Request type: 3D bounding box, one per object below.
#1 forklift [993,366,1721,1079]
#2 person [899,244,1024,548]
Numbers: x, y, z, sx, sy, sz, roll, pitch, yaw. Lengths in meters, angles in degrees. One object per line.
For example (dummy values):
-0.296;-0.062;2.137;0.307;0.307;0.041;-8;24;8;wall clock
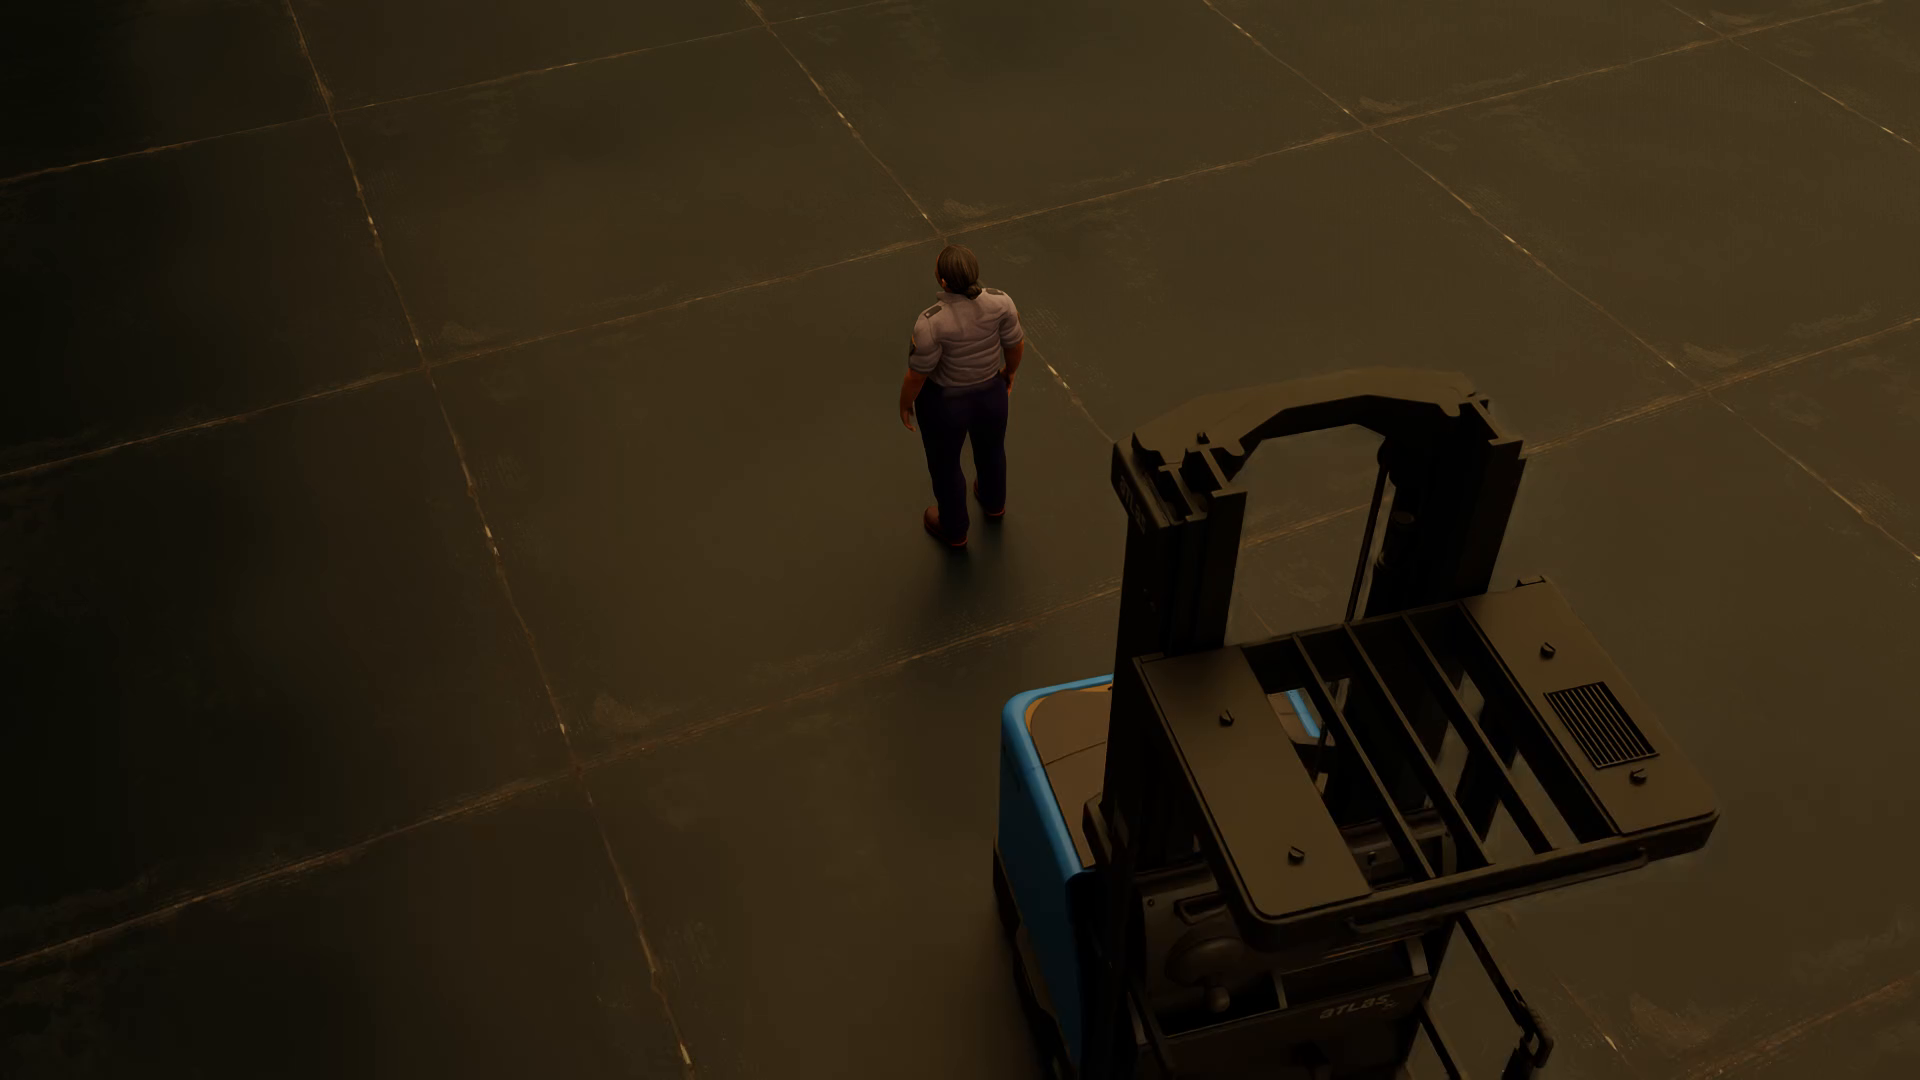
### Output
1.003;1.131;4.468;1.130;2.935;3.031;-10;44;-11;forklift
-0.017;-0.669;7.327;0.599;1.650;0.503;-18;46;-18;person
